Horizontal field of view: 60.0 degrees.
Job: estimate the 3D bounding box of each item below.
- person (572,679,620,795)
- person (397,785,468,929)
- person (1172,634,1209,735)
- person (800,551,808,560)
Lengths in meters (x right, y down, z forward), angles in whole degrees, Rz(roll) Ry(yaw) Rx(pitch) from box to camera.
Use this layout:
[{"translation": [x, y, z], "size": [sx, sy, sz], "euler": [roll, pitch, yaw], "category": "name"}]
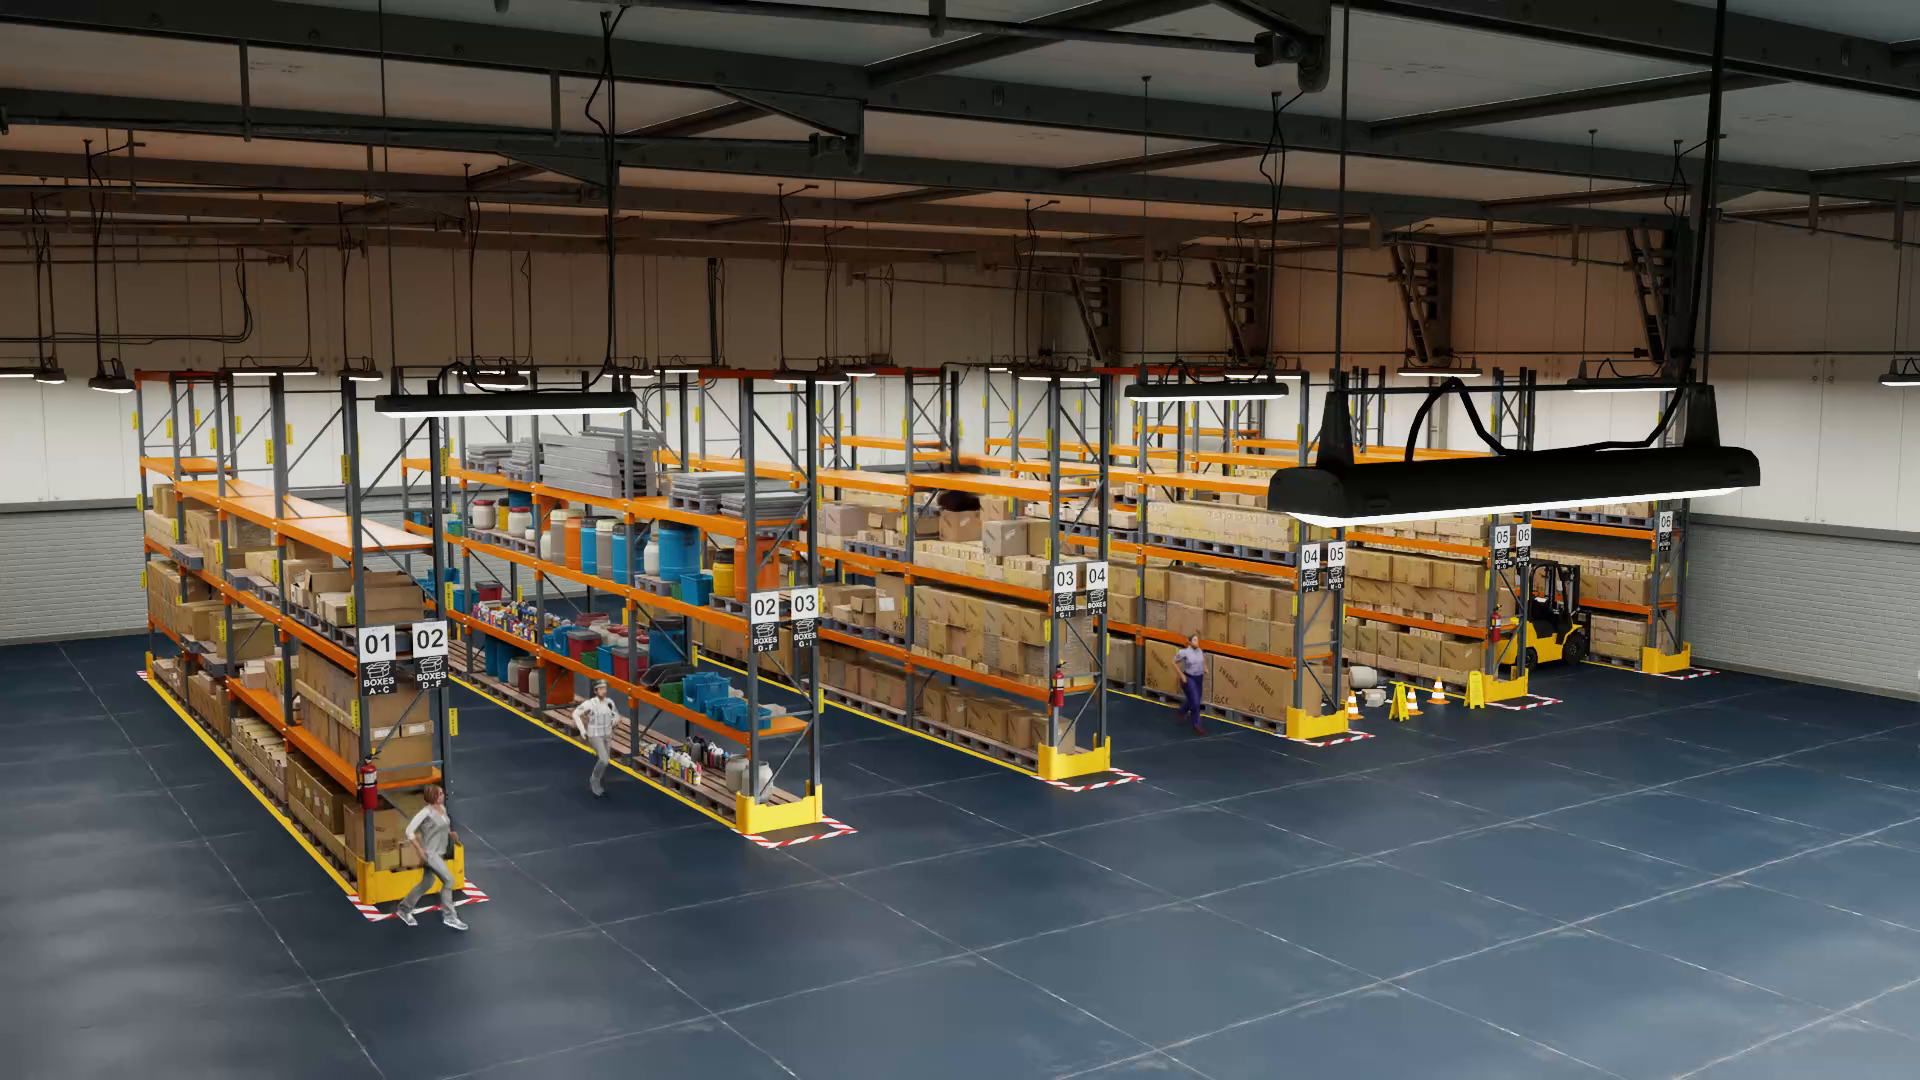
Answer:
[{"translation": [-5.121, 2.811, 23.752], "size": [0.608, 1.669, 0.598], "euler": [6, 9, 43], "category": "person"}, {"translation": [-5.798, 3.465, 18.266], "size": [0.800, 1.574, 0.528], "euler": [0, 6, 2], "category": "person"}, {"translation": [3.862, 2.388, 27.827], "size": [0.607, 1.623, 0.801], "euler": [-5, 8, -37], "category": "person"}, {"translation": [-4.017, 0.823, 41.456], "size": [0.682, 1.756, 0.508], "euler": [6, 9, 41], "category": "person"}]
